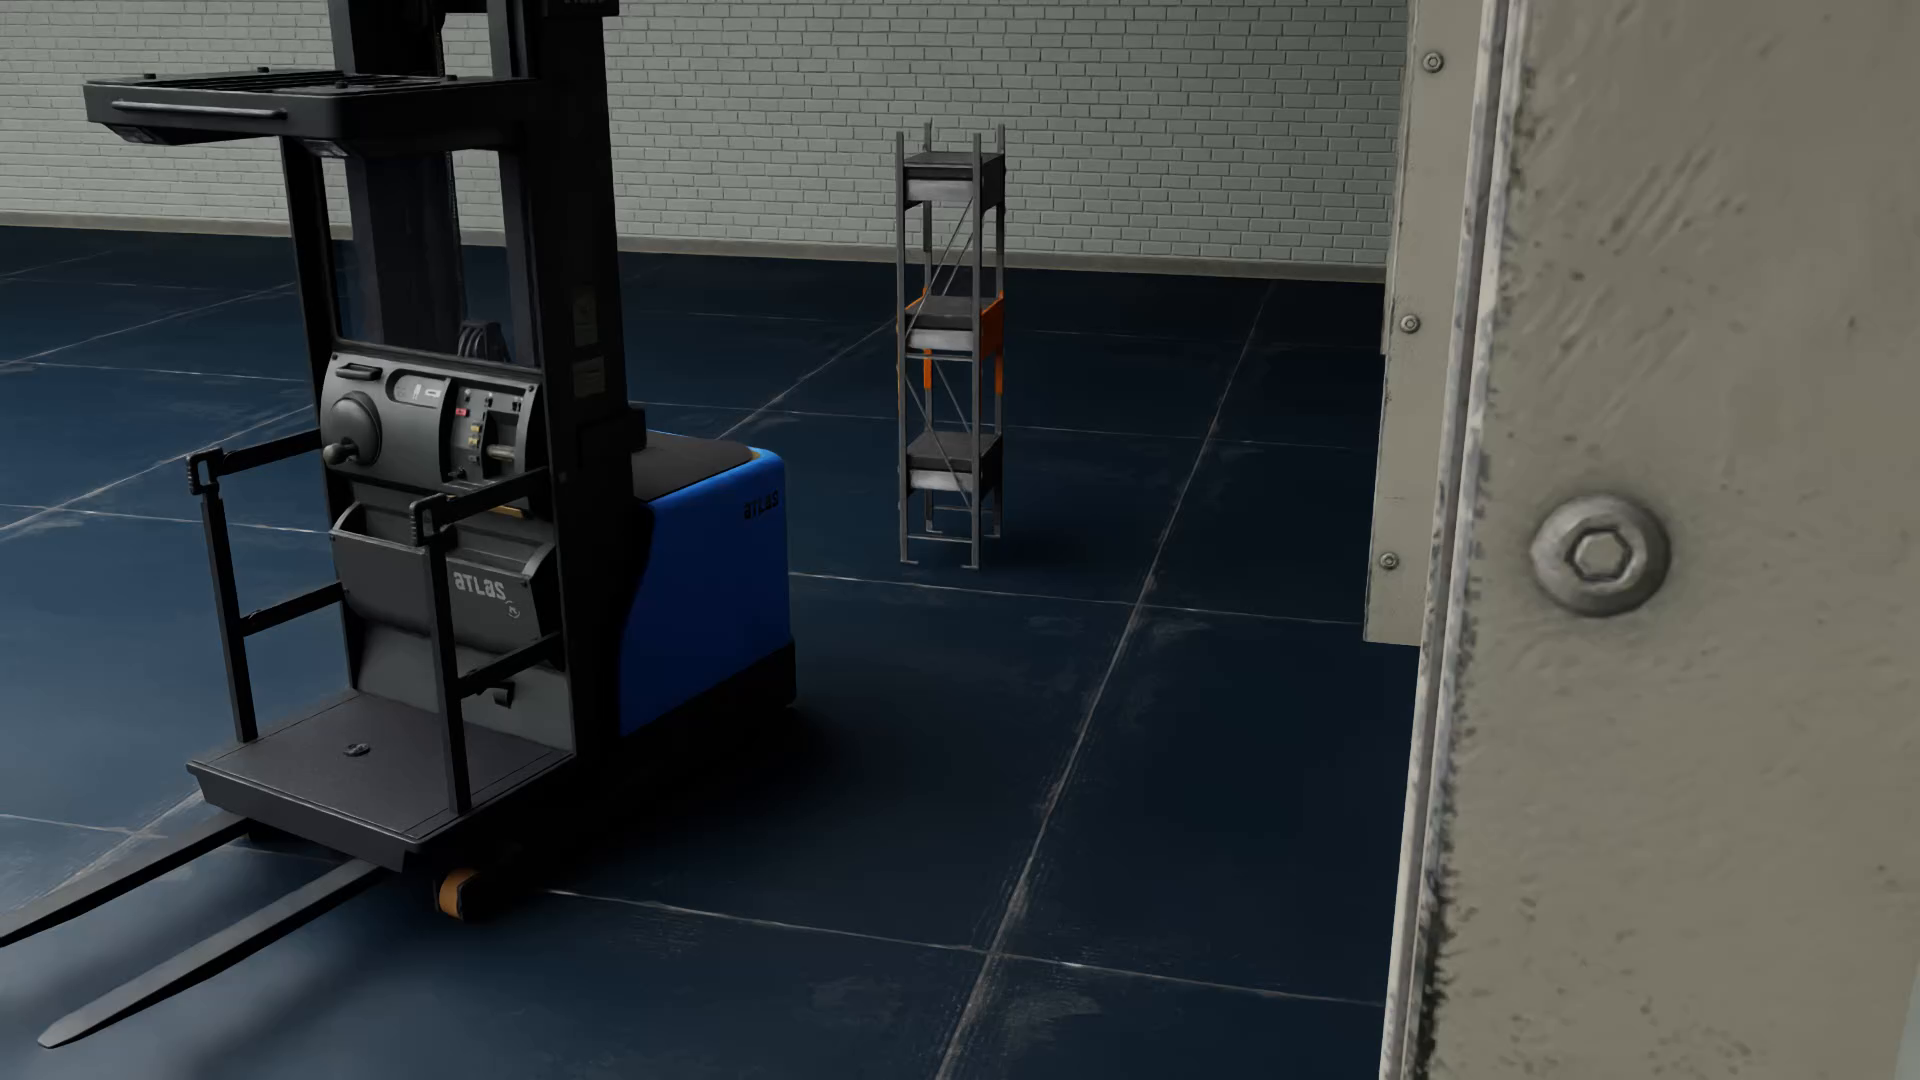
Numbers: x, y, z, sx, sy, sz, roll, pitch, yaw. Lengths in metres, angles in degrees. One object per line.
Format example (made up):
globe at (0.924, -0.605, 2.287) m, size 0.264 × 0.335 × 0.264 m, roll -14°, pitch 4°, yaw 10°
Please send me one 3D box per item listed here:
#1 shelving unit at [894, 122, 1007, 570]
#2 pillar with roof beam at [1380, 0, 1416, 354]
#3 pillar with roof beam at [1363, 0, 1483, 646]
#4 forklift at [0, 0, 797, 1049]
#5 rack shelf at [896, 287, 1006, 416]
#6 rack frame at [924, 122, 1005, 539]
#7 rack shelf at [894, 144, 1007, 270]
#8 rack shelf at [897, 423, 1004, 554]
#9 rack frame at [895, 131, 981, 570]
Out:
shelving unit at (-0.040, -0.942, 8.141) m, size 0.431 × 2.100 × 0.503 m, roll 5°, pitch 19°, yaw 13°
pillar with roof beam at (-0.734, -6.084, 12.523) m, size 9.100 × 9.000 × 0.400 m, roll 5°, pitch 19°, yaw 13°
pillar with roof beam at (-2.200, -4.203, 7.017) m, size 9.100 × 9.000 × 0.400 m, roll 5°, pitch 19°, yaw 13°
forklift at (-1.823, -0.372, 5.188) m, size 1.130 × 2.935 × 3.031 m, roll 11°, pitch 22°, yaw 28°
rack shelf at (-0.040, -0.929, 8.146) m, size 0.431 × 0.518 × 0.480 m, roll 5°, pitch 19°, yaw 13°
rack frame at (0.019, -1.018, 8.365) m, size 0.400 × 2.100 × 0.015 m, roll 5°, pitch 19°, yaw 13°
rack shelf at (-0.040, -1.591, 7.919) m, size 0.431 × 0.518 × 0.480 m, roll 5°, pitch 19°, yaw 13°
rack shelf at (-0.040, -0.266, 8.372) m, size 0.431 × 0.518 × 0.480 m, roll 5°, pitch 19°, yaw 13°
rack frame at (-0.100, -0.865, 7.917) m, size 0.400 × 2.100 × 0.015 m, roll 5°, pitch 19°, yaw 13°
